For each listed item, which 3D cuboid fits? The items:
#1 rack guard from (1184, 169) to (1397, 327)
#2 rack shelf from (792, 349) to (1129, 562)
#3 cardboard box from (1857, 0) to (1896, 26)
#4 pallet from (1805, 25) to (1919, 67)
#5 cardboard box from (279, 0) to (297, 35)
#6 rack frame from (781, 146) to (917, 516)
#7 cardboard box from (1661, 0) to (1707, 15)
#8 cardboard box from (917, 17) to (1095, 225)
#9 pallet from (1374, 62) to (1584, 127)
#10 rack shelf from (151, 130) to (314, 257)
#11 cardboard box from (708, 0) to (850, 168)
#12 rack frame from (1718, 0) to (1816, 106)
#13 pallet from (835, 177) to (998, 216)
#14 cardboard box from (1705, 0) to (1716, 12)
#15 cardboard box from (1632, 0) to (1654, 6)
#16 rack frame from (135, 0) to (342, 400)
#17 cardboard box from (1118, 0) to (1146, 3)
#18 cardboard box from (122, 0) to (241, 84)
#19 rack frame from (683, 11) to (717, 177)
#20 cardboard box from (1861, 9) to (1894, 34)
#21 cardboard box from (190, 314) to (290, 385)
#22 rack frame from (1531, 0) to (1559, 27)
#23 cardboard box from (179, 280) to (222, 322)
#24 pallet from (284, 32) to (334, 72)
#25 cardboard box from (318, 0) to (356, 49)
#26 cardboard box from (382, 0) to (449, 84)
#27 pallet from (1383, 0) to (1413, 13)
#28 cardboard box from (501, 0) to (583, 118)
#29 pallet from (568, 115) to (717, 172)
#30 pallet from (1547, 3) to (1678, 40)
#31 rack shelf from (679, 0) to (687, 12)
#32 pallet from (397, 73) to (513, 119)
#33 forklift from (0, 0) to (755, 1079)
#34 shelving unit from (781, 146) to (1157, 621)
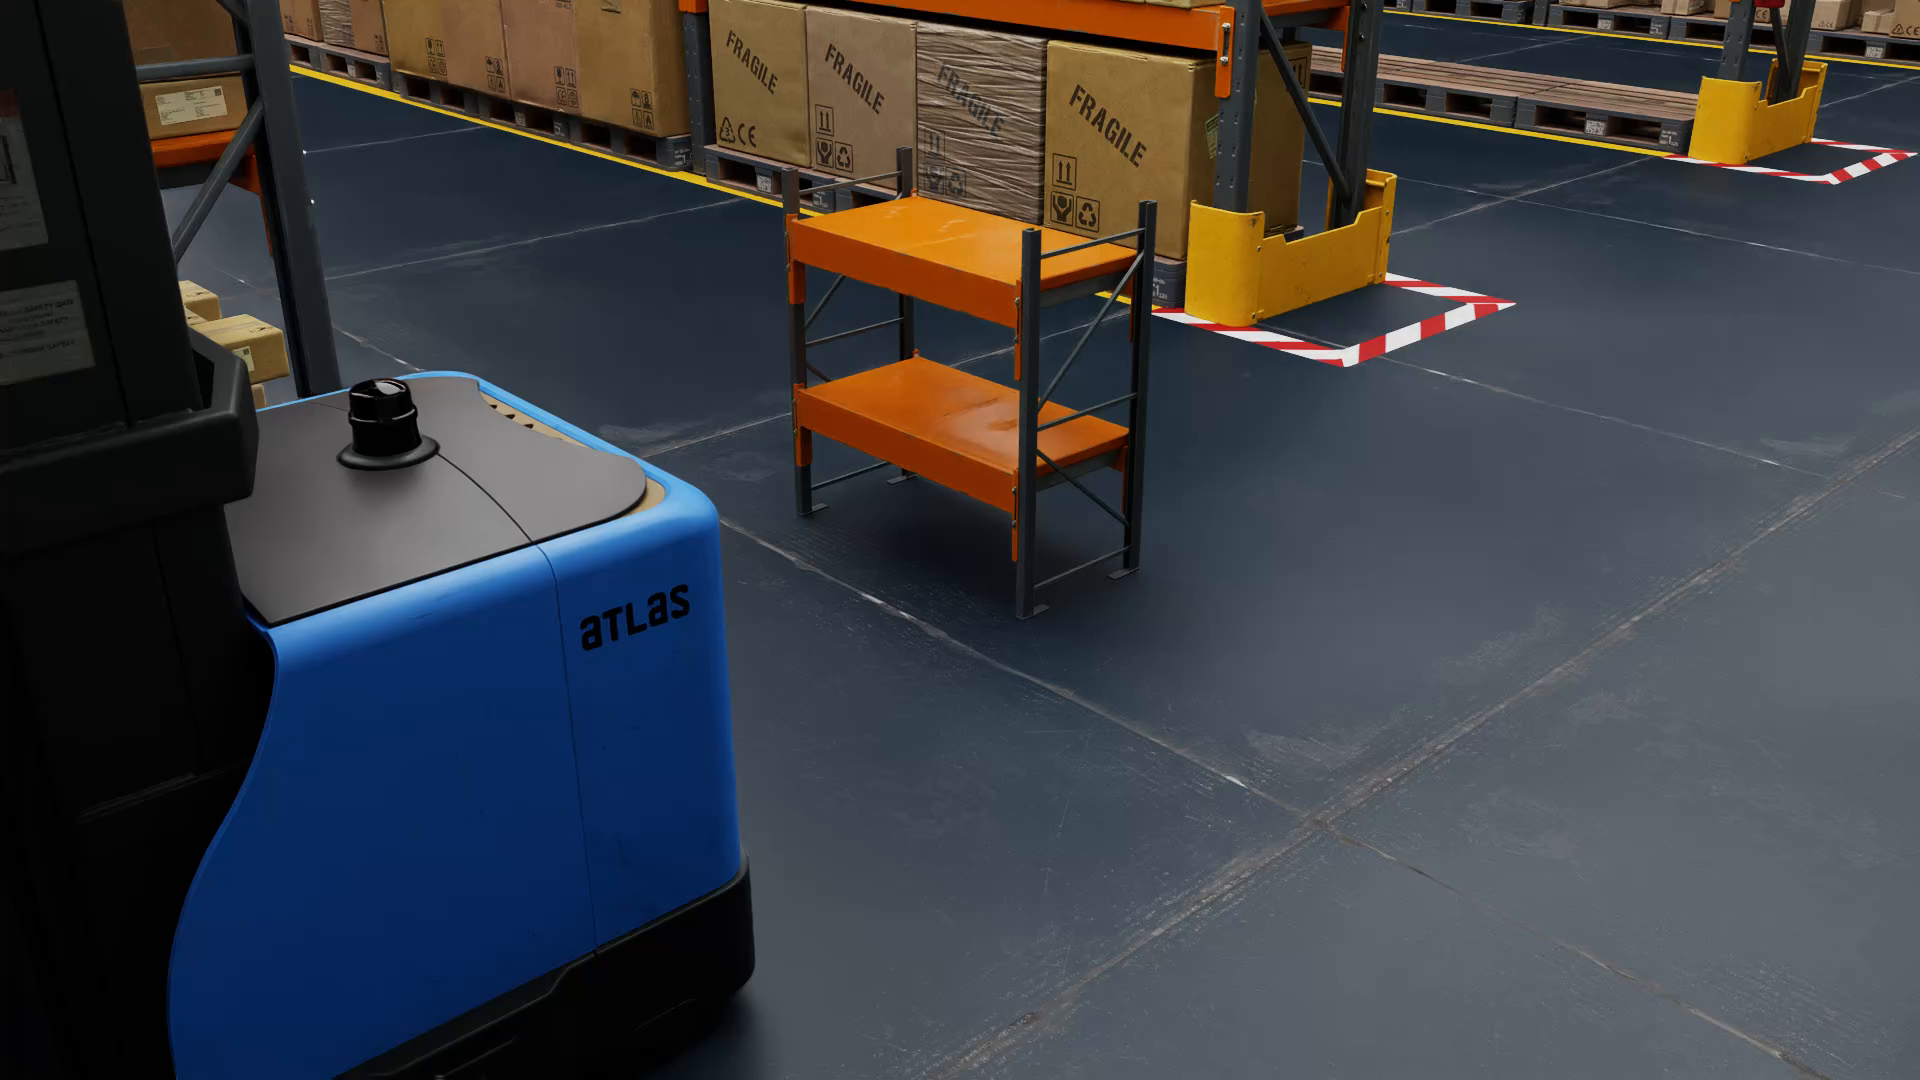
[{"bbox_3d":[1.528,-1.367,7.644,1.175,0.500,0.348,-21,32,-38],"label":"rack guard"},{"bbox_3d":[0.005,-0.287,5.114,0.538,0.278,1.000,-21,32,-38],"label":"rack shelf"},{"bbox_3d":[8.239,-4.666,14.647,0.500,0.250,0.500,-21,32,-38],"label":"cardboard box"},{"bbox_3d":[8.148,-4.316,14.457,1.003,0.211,1.213,-21,32,-38],"label":"pallet"},{"bbox_3d":[-5.591,-4.698,14.417,0.500,0.500,0.700,20,32,37],"label":"cardboard box"},{"bbox_3d":[-0.343,-0.664,5.350,0.500,1.125,0.032,-21,32,-38],"label":"rack frame"},{"bbox_3d":[6.739,-4.996,15.470,0.380,0.166,0.250,-21,32,-38],"label":"cardboard box"},{"bbox_3d":[0.394,-2.183,8.474,0.875,0.875,0.875,-21,32,-38],"label":"cardboard box"},{"bbox_3d":[3.762,-3.278,12.181,1.003,0.211,1.213,-21,32,-38],"label":"pallet"},{"bbox_3d":[-3.545,-1.413,5.601,1.077,0.370,4.000,-21,32,-38],"label":"rack shelf"},{"bbox_3d":[-0.829,-2.725,9.663,0.875,0.875,0.875,-21,32,-38],"label":"cardboard box"},{"bbox_3d":[5.127,-3.916,10.221,1.000,3.000,0.127,-21,32,-38],"label":"rack frame"},{"bbox_3d":[0.079,-1.832,9.012,1.003,0.211,1.213,-21,32,-38],"label":"pallet"},{"bbox_3d":[7.121,-5.190,15.721,0.500,0.311,0.500,-21,32,-38],"label":"cardboard box"},{"bbox_3d":[6.608,-5.503,16.180,0.500,0.500,0.500,-21,32,-38],"label":"cardboard box"},{"bbox_3d":[-2.178,-1.135,4.123,1.000,3.000,0.127,-21,32,-38],"label":"rack frame"},{"bbox_3d":[0.849,-2.490,7.396,0.380,0.149,0.250,-21,32,-38],"label":"cardboard box"},{"bbox_3d":[-2.283,-1.530,4.511,0.500,0.500,0.500,-19,31,-36],"label":"cardboard box"},{"bbox_3d":[-1.222,-3.723,9.797,1.000,3.000,0.127,-21,32,-38],"label":"rack frame"},{"bbox_3d":[7.983,-4.475,14.328,0.380,0.166,0.250,-21,32,-38],"label":"cardboard box"},{"bbox_3d":[-2.288,-0.555,5.064,0.250,0.149,0.380,22,32,39],"label":"cardboard box"},{"bbox_3d":[6.012,-6.532,15.955,1.000,3.000,0.127,-21,32,-38],"label":"rack frame"},{"bbox_3d":[-2.643,-0.717,5.419,0.380,0.149,0.250,-21,32,-39],"label":"cardboard box"},{"bbox_3d":[-5.319,-4.273,14.362,1.003,0.211,1.213,-21,32,-38],"label":"pallet"},{"bbox_3d":[-4.817,-4.360,13.674,0.500,0.500,0.700,21,32,38],"label":"cardboard box"},{"bbox_3d":[-3.500,-3.944,12.336,0.875,0.875,1.225,22,32,39],"label":"cardboard box"},{"bbox_3d":[4.590,-5.869,17.861,1.003,0.211,1.213,-21,32,-38],"label":"pallet"},{"bbox_3d":[-2.285,-3.406,11.156,0.875,0.875,1.225,22,33,40],"label":"cardboard box"},{"bbox_3d":[-1.804,-2.667,10.841,1.003,0.211,1.213,-21,32,-38],"label":"pallet"},{"bbox_3d":[6.480,-5.055,16.077,1.003,0.211,1.213,-21,32,-38],"label":"pallet"},{"bbox_3d":[-2.589,-4.002,11.275,1.077,0.370,4.000,-21,32,-38],"label":"rack shelf"},{"bbox_3d":[-3.472,-3.406,12.462,1.003,0.211,1.213,-21,32,-38],"label":"pallet"},{"bbox_3d":[-1.829,-0.169,2.088,3.031,2.935,1.130,-21,32,-38],"label":"forklift"},{"bbox_3d":[0.005,-0.510,5.012,0.538,1.125,1.048,-21,32,-38],"label":"shelving unit"}]
